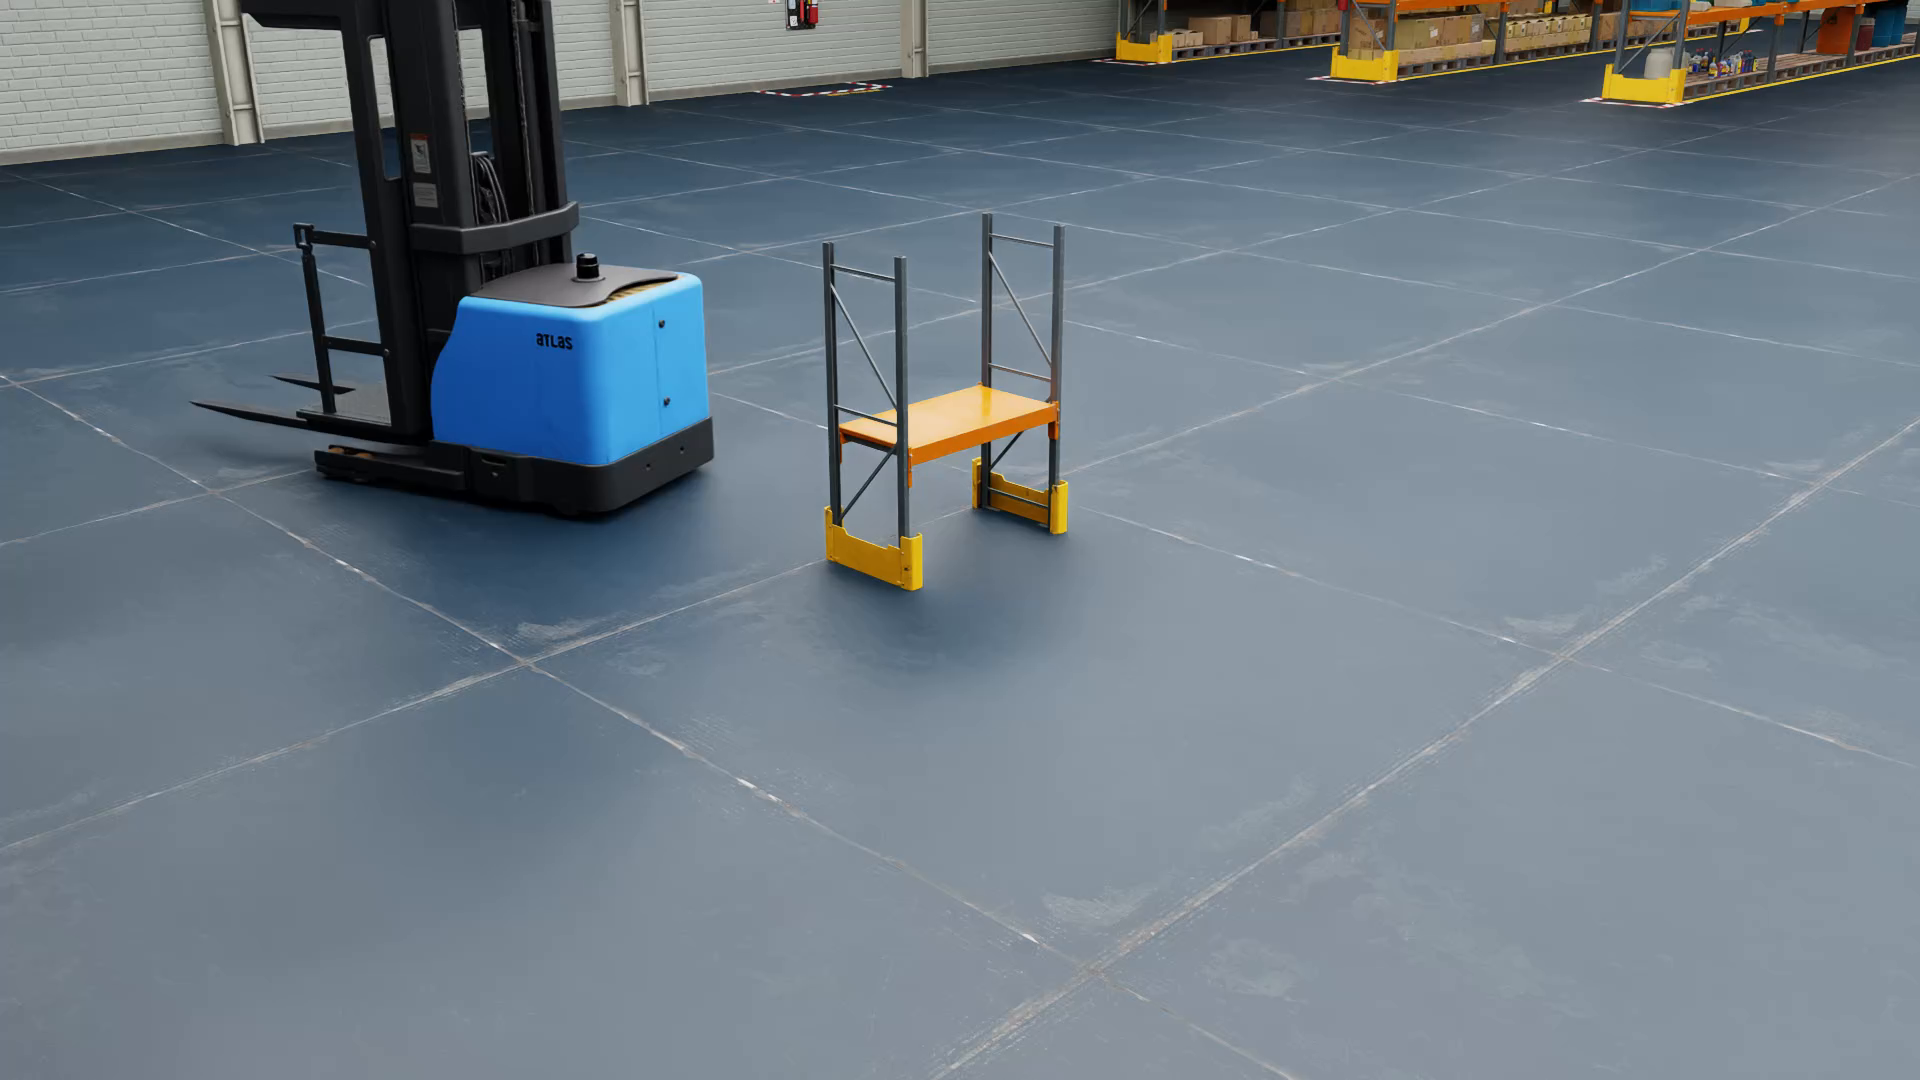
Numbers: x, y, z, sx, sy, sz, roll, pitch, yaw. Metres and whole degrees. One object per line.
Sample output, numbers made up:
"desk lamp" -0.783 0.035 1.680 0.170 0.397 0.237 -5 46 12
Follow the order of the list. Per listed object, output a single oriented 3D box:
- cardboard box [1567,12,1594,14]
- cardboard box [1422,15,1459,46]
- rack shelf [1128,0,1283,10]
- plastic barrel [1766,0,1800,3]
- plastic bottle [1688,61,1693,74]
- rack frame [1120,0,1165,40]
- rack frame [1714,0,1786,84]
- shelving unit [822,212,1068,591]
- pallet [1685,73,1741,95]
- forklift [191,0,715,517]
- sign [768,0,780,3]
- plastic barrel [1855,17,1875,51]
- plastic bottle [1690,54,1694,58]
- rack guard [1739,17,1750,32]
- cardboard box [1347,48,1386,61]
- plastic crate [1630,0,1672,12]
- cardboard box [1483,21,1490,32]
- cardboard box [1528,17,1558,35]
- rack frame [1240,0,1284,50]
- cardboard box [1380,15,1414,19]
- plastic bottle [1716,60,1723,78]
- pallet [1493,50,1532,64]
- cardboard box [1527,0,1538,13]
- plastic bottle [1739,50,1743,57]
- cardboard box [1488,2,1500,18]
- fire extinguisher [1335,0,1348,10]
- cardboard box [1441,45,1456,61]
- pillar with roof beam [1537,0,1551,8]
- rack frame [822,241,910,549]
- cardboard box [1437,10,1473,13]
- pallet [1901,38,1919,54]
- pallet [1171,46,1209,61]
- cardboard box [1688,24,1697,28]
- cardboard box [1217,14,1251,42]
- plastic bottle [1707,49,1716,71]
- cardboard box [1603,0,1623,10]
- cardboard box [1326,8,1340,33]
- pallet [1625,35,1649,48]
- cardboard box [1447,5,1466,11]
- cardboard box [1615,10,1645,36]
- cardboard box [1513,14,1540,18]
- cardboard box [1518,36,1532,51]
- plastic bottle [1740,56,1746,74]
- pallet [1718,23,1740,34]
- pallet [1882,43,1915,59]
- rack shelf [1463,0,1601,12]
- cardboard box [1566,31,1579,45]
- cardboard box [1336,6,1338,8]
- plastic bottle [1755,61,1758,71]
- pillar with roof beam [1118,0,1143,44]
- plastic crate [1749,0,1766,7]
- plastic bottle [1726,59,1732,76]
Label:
"cardboard box" 13.134 -10.877 35.063 0.500 0.500 0.500 -19 28 -40
"cardboard box" 8.651 -9.212 30.064 0.500 0.500 0.500 19 28 41
"rack shelf" 4.913 -10.900 33.255 1.077 0.370 4.000 19 28 41
"plastic barrel" 13.893 -9.528 27.983 0.600 0.901 0.708 19 28 41
"plastic bottle" 12.105 -7.841 27.581 0.097 0.201 0.097 0 21 0
"rack frame" 3.517 -10.722 31.788 1.000 3.000 0.127 19 28 41
"rack frame" 13.406 -9.270 28.012 1.000 3.000 0.127 19 28 41
"shelving unit" -0.053 -0.680 7.755 0.587 1.500 1.083 19 28 41
"pallet" 12.057 -7.491 27.271 1.003 0.211 1.213 19 28 41
"forklift" -2.893 -1.827 8.744 3.031 2.935 1.130 10 23 23
"sign" -3.010 -8.850 26.870 0.001 0.329 0.234 19 28 41
"plastic barrel" 17.313 -9.789 32.138 0.600 0.588 0.708 19 28 41
"plastic bottle" 12.269 -8.024 27.942 0.133 0.283 0.061 -19 28 -40
"rack guard" 18.178 -12.409 39.663 1.175 0.500 0.348 19 28 41
"cardboard box" 7.232 -8.607 29.534 0.500 0.250 0.500 19 28 41
"plastic crate" 10.750 -8.376 25.893 0.499 0.251 0.616 19 28 41
"cardboard box" 9.937 -9.861 32.015 0.500 0.311 0.500 19 28 41
"cardboard box" 11.398 -10.125 32.701 0.500 0.311 0.500 -19 28 -41
"rack frame" 6.308 -11.750 34.463 1.000 3.000 0.127 19 28 41
"cardboard box" 7.917 -9.218 30.079 0.500 0.500 0.500 19 28 41
"plastic bottle" 12.275 -7.621 26.895 0.133 0.283 0.061 -20 28 -41
"pallet" 10.346 -9.409 32.259 1.003 0.211 1.213 19 28 41
"cardboard box" 14.262 -13.659 42.329 0.700 0.500 0.500 19 28 41
"plastic bottle" 13.060 -8.038 27.884 0.144 0.351 0.185 19 28 41
"cardboard box" 12.837 -13.130 40.954 0.700 0.500 0.500 19 28 40
"fire extinguisher" 6.654 -9.532 28.802 0.296 0.674 0.183 19 28 41
"cardboard box" 8.650 -8.863 30.199 0.500 0.250 0.500 19 28 41
"pillar with roof beam" 19.027 -17.468 40.978 9.100 9.000 0.400 19 28 41
"rack frame" -0.414 -0.547 7.408 0.500 1.500 0.032 19 28 41
"cardboard box" 9.312 -9.733 31.417 0.500 0.500 0.500 19 28 41
"pallet" 19.472 -10.224 34.380 1.003 0.211 1.213 19 28 41
"pallet" 4.163 -9.639 32.860 1.003 0.211 1.213 19 28 41
"cardboard box" 16.485 -11.729 37.745 0.380 0.166 0.250 19 28 41
"cardboard box" 5.613 -10.512 34.113 0.500 0.500 0.500 17 27 37
"plastic bottle" 12.649 -8.099 28.045 0.144 0.351 0.185 19 28 41
"cardboard box" 13.881 -11.506 35.656 0.500 0.250 0.500 19 28 40
"cardboard box" 7.864 -11.380 36.373 0.700 0.500 0.500 19 28 40
"pallet" 14.049 -10.732 35.702 1.003 0.211 1.213 19 28 41
"cardboard box" 11.528 -12.799 39.605 0.750 0.750 0.750 20 28 41
"cardboard box" 14.248 -11.022 35.442 0.500 0.500 0.500 18 27 39
"cardboard box" 11.357 -10.385 33.377 0.500 0.311 0.500 18 28 39
"cardboard box" 10.676 -9.596 32.108 0.500 0.250 0.500 -19 28 -41
"plastic bottle" 12.946 -7.868 27.538 0.133 0.283 0.061 -18 27 -39
"pallet" 17.622 -12.069 39.181 1.003 0.211 1.213 19 28 41
"pallet" 18.419 -9.837 33.374 1.003 0.211 1.213 19 28 41
"rack shelf" 11.255 -10.689 32.707 1.077 0.370 4.000 19 28 41
"cardboard box" 12.101 -10.122 33.476 0.500 0.250 0.500 19 28 40
"cardboard box" 8.191 -11.838 36.518 0.500 0.250 0.500 -20 28 -41
"plastic bottle" 13.376 -7.998 27.990 0.097 0.201 0.097 0 21 0
"pillar with roof beam" 6.470 -12.841 28.940 9.100 9.000 0.400 19 28 41
"plastic crate" 12.829 -8.848 27.122 0.499 0.251 0.616 19 28 41
"plastic bottle" 12.554 -7.728 27.189 0.097 0.271 0.097 0 21 0
